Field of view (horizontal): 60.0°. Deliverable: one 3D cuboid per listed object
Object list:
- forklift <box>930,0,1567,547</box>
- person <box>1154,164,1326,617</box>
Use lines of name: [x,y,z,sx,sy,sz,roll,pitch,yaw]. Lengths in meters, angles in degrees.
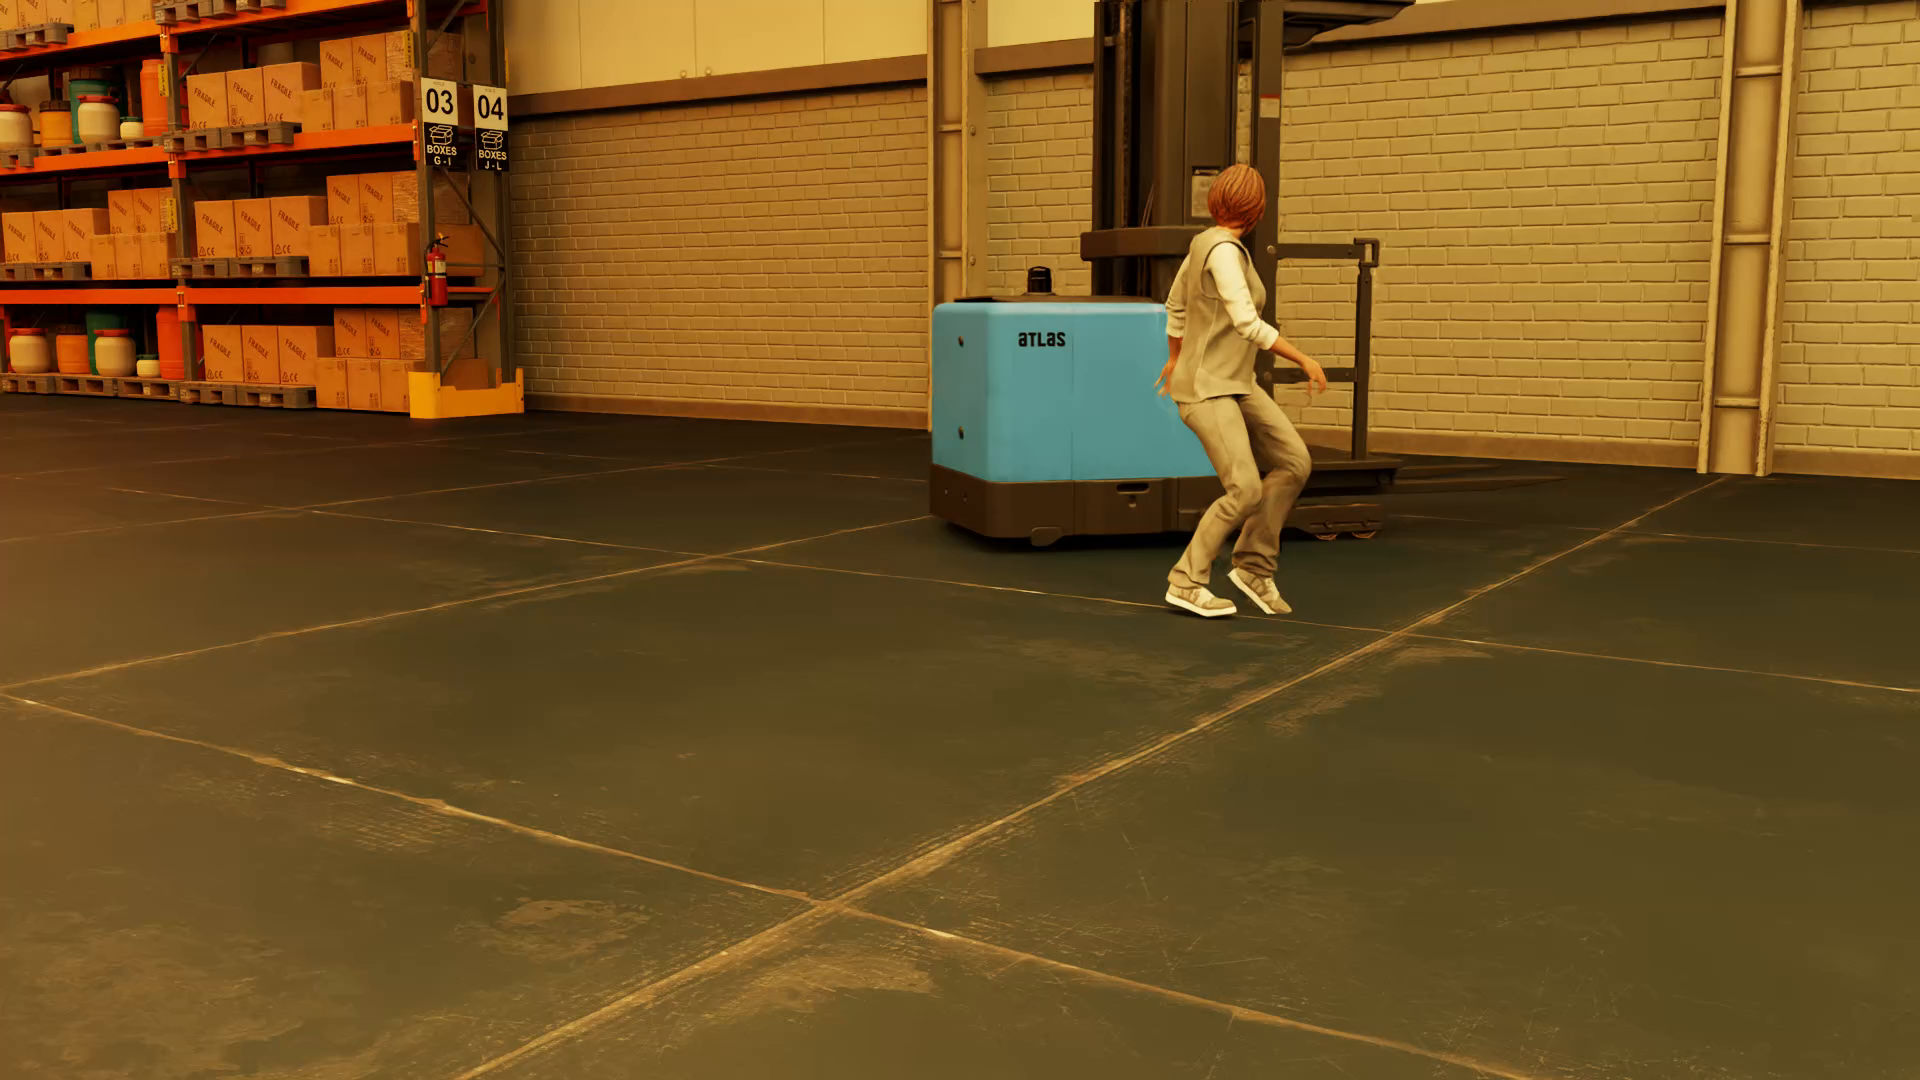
forklift: [1.430,-1.516,7.853,3.031,2.935,1.130,-2,8,-17]
person: [0.918,-0.484,5.689,0.671,1.566,0.549,4,9,24]
